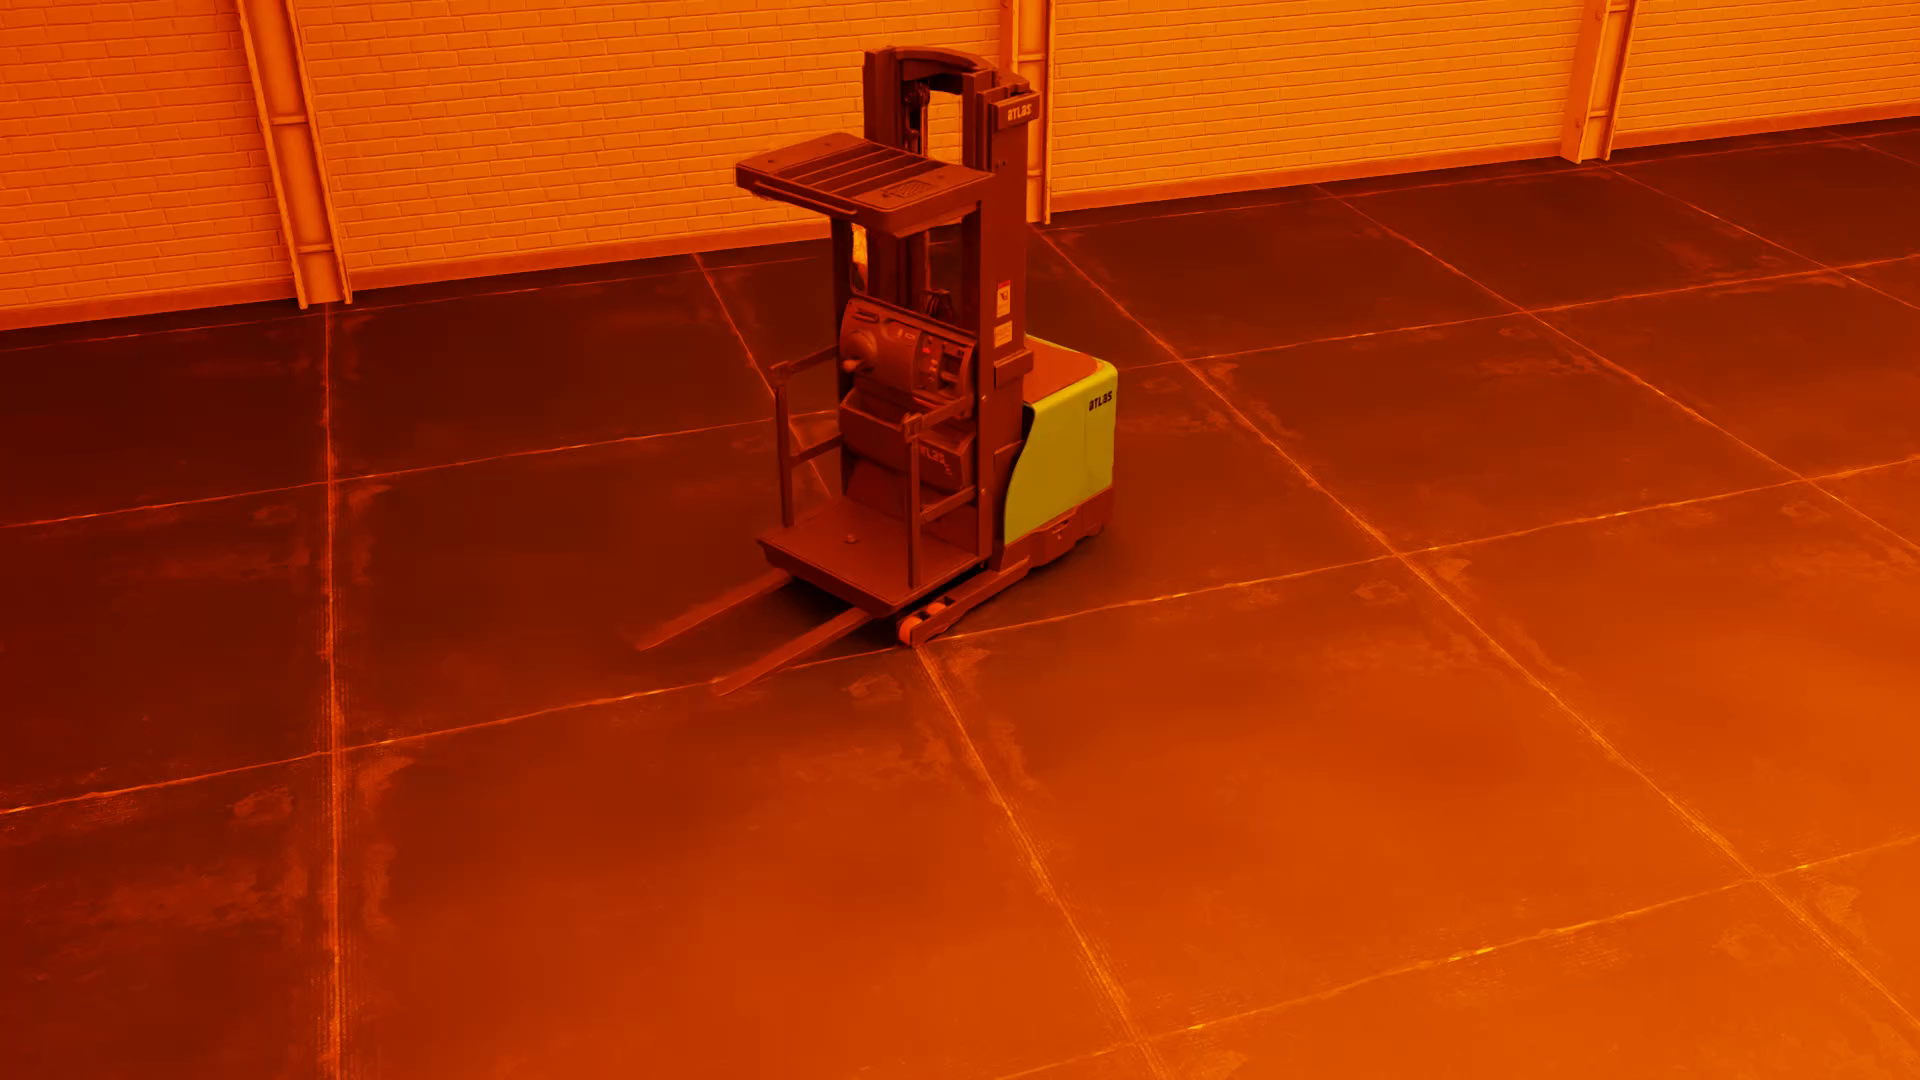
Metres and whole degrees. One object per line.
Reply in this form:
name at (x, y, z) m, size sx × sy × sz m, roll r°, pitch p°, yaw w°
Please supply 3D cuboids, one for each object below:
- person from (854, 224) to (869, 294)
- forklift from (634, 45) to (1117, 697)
person at (-0.432, -2.120, 12.106) m, size 0.850 × 1.632 × 0.831 m, roll 23°, pitch 37°, yaw 35°
forklift at (-0.431, -0.973, 8.778) m, size 1.130 × 2.935 × 3.031 m, roll 24°, pitch 38°, yaw 36°
